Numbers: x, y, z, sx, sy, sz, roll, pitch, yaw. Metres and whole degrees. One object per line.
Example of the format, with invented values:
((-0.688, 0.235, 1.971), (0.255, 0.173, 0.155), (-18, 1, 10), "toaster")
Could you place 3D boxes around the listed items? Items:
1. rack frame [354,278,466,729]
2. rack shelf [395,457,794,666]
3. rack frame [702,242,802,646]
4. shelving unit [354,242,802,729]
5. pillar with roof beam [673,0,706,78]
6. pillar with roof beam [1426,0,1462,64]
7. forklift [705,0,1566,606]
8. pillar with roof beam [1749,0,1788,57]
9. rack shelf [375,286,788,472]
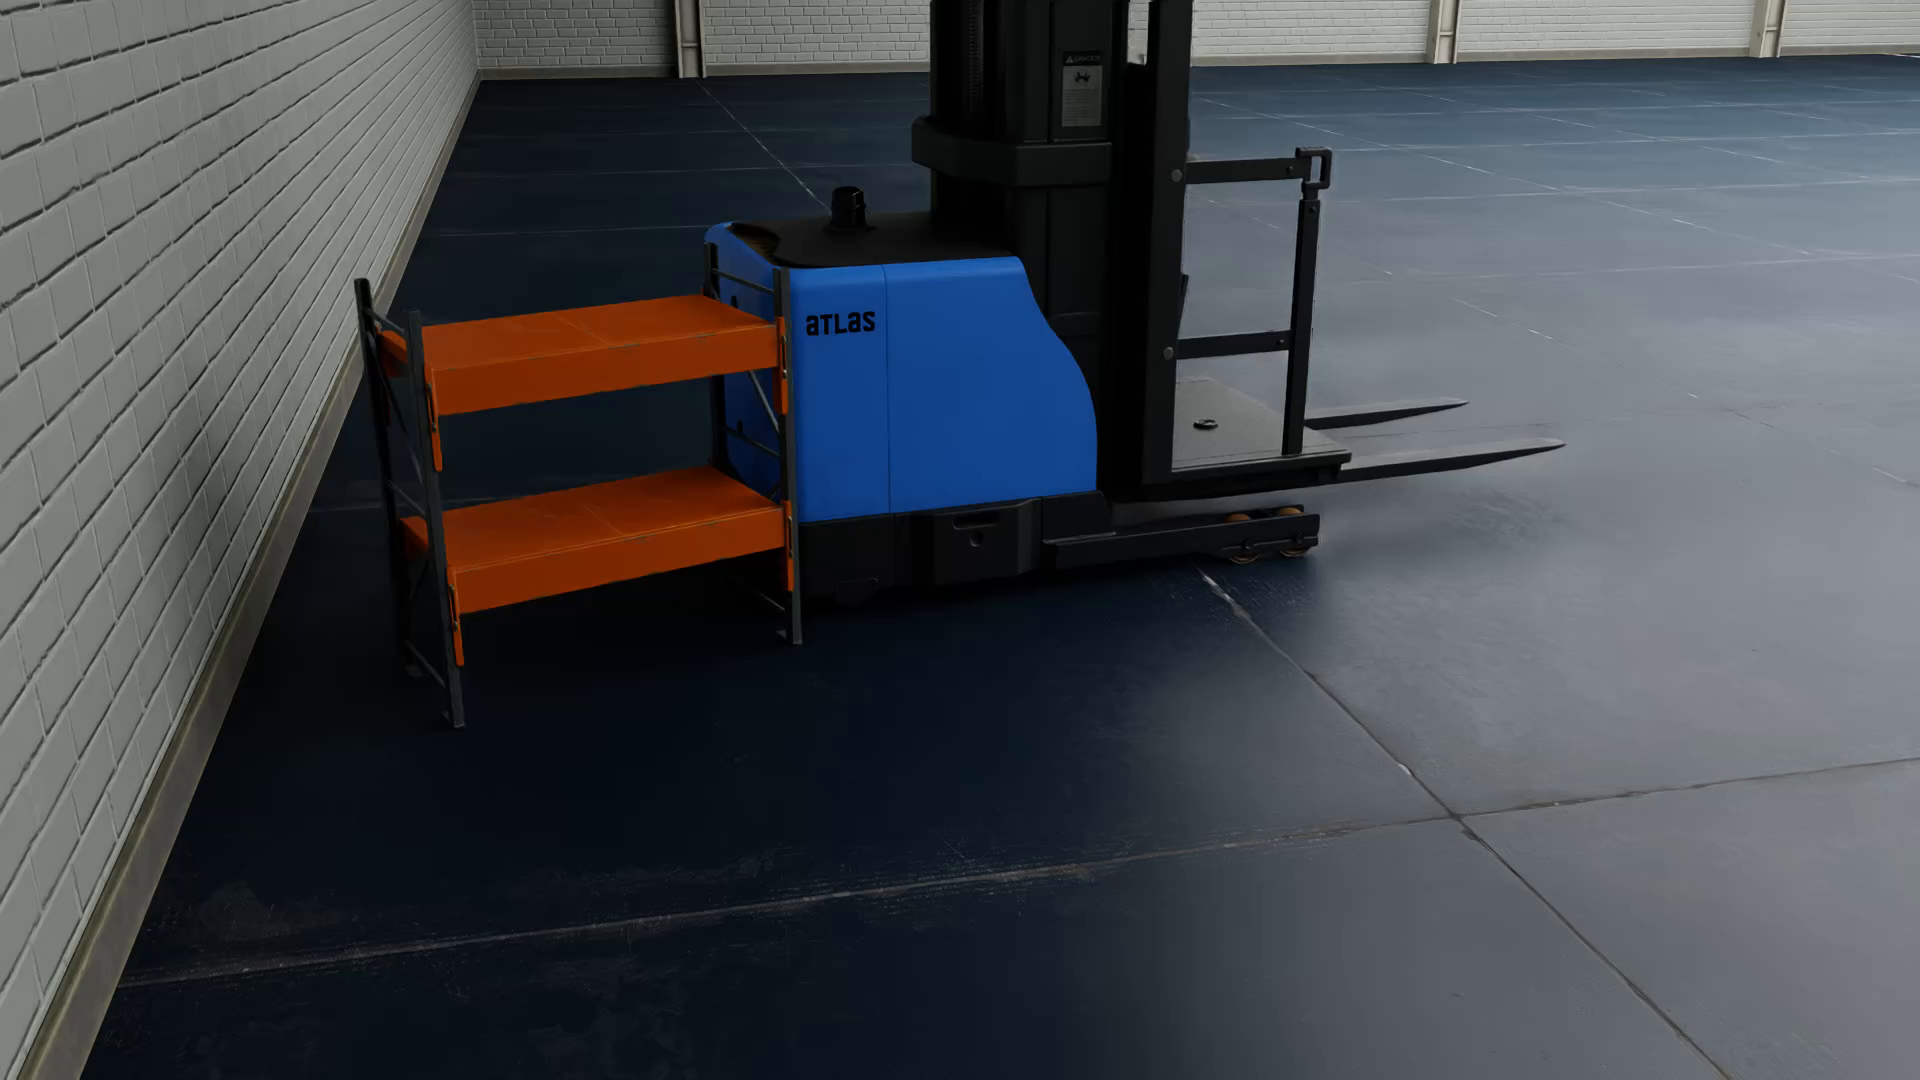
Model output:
((-1.470, -0.099, 4.440), (0.032, 1.125, 0.500), (-13, 24, -31), "rack frame")
((-1.046, 0.036, 4.787), (1.000, 0.278, 0.538), (-13, 24, -31), "rack shelf")
((-0.621, -0.288, 4.966), (0.032, 1.125, 0.500), (-13, 24, -31), "rack frame")
((-1.046, -0.194, 4.703), (1.048, 1.125, 0.538), (-13, 24, -31), "shelving unit")
((-2.924, -9.545, 18.788), (0.400, 9.000, 9.100), (-5, 21, -12), "pillar with roof beam")
((8.754, -10.494, 21.380), (0.400, 9.000, 9.100), (-5, 21, -12), "pillar with roof beam")
((0.698, -1.459, 5.537), (3.031, 2.935, 1.130), (-7, 21, -18), "forklift")
((14.593, -10.969, 22.677), (0.400, 9.000, 9.100), (-5, 21, -12), "pillar with roof beam")
((-1.045, -0.469, 4.603), (1.000, 0.278, 0.538), (-13, 24, -31), "rack shelf")
